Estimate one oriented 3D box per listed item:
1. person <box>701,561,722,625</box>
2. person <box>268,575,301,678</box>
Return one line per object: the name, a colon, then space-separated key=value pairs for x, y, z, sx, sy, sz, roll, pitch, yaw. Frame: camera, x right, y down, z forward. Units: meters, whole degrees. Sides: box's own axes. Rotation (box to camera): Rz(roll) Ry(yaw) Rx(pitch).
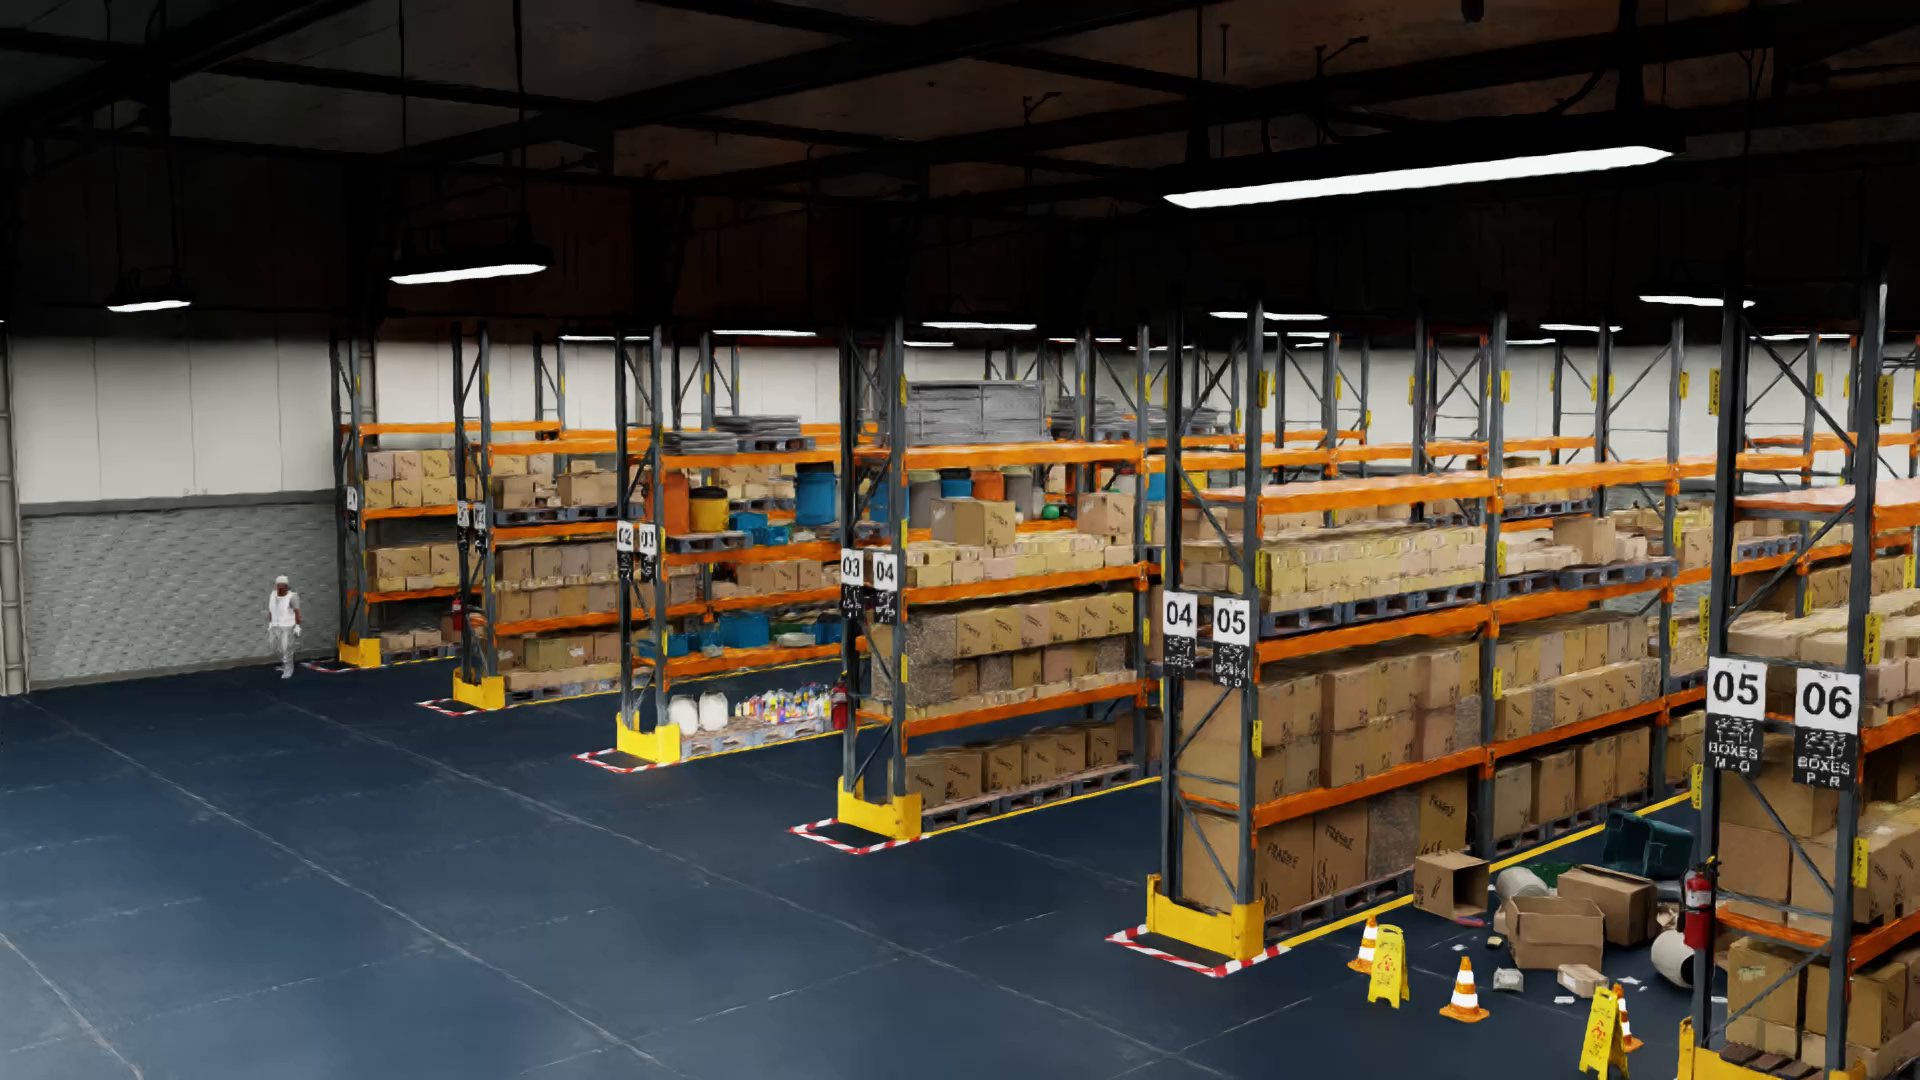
person: x=-4.940 y=0.991 z=33.399 sx=0.463 sy=1.731 sz=0.598 roll=3 pitch=6 yaw=27
person: x=-11.575 y=1.467 z=28.547 sx=0.600 sy=1.773 sz=0.573 roll=1 pitch=6 yaw=13
